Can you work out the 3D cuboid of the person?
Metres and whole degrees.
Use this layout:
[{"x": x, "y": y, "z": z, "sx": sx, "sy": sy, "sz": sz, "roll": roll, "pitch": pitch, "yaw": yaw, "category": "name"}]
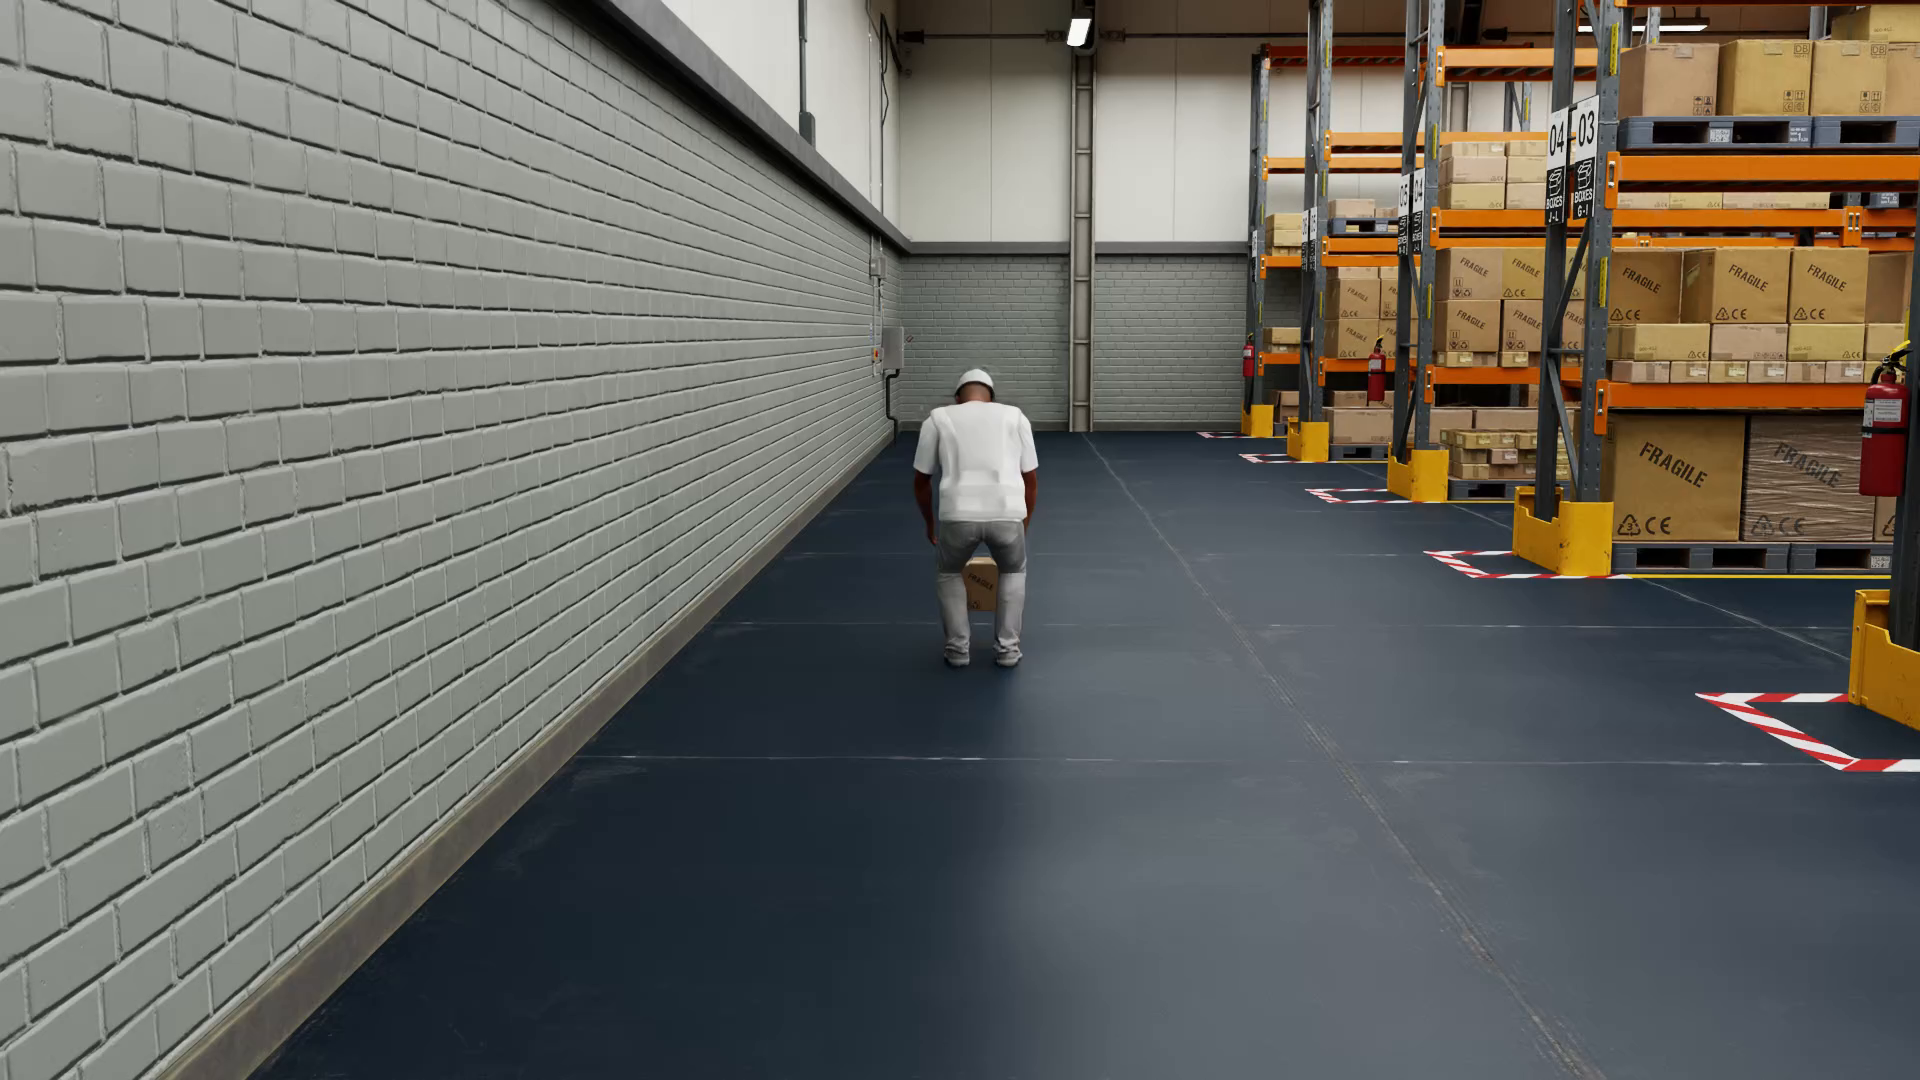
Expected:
[{"x": 0.075, "y": -0.118, "z": 8.331, "sx": 0.630, "sy": 1.462, "sz": 0.727, "roll": 0, "pitch": 7, "yaw": 1, "category": "person"}]
